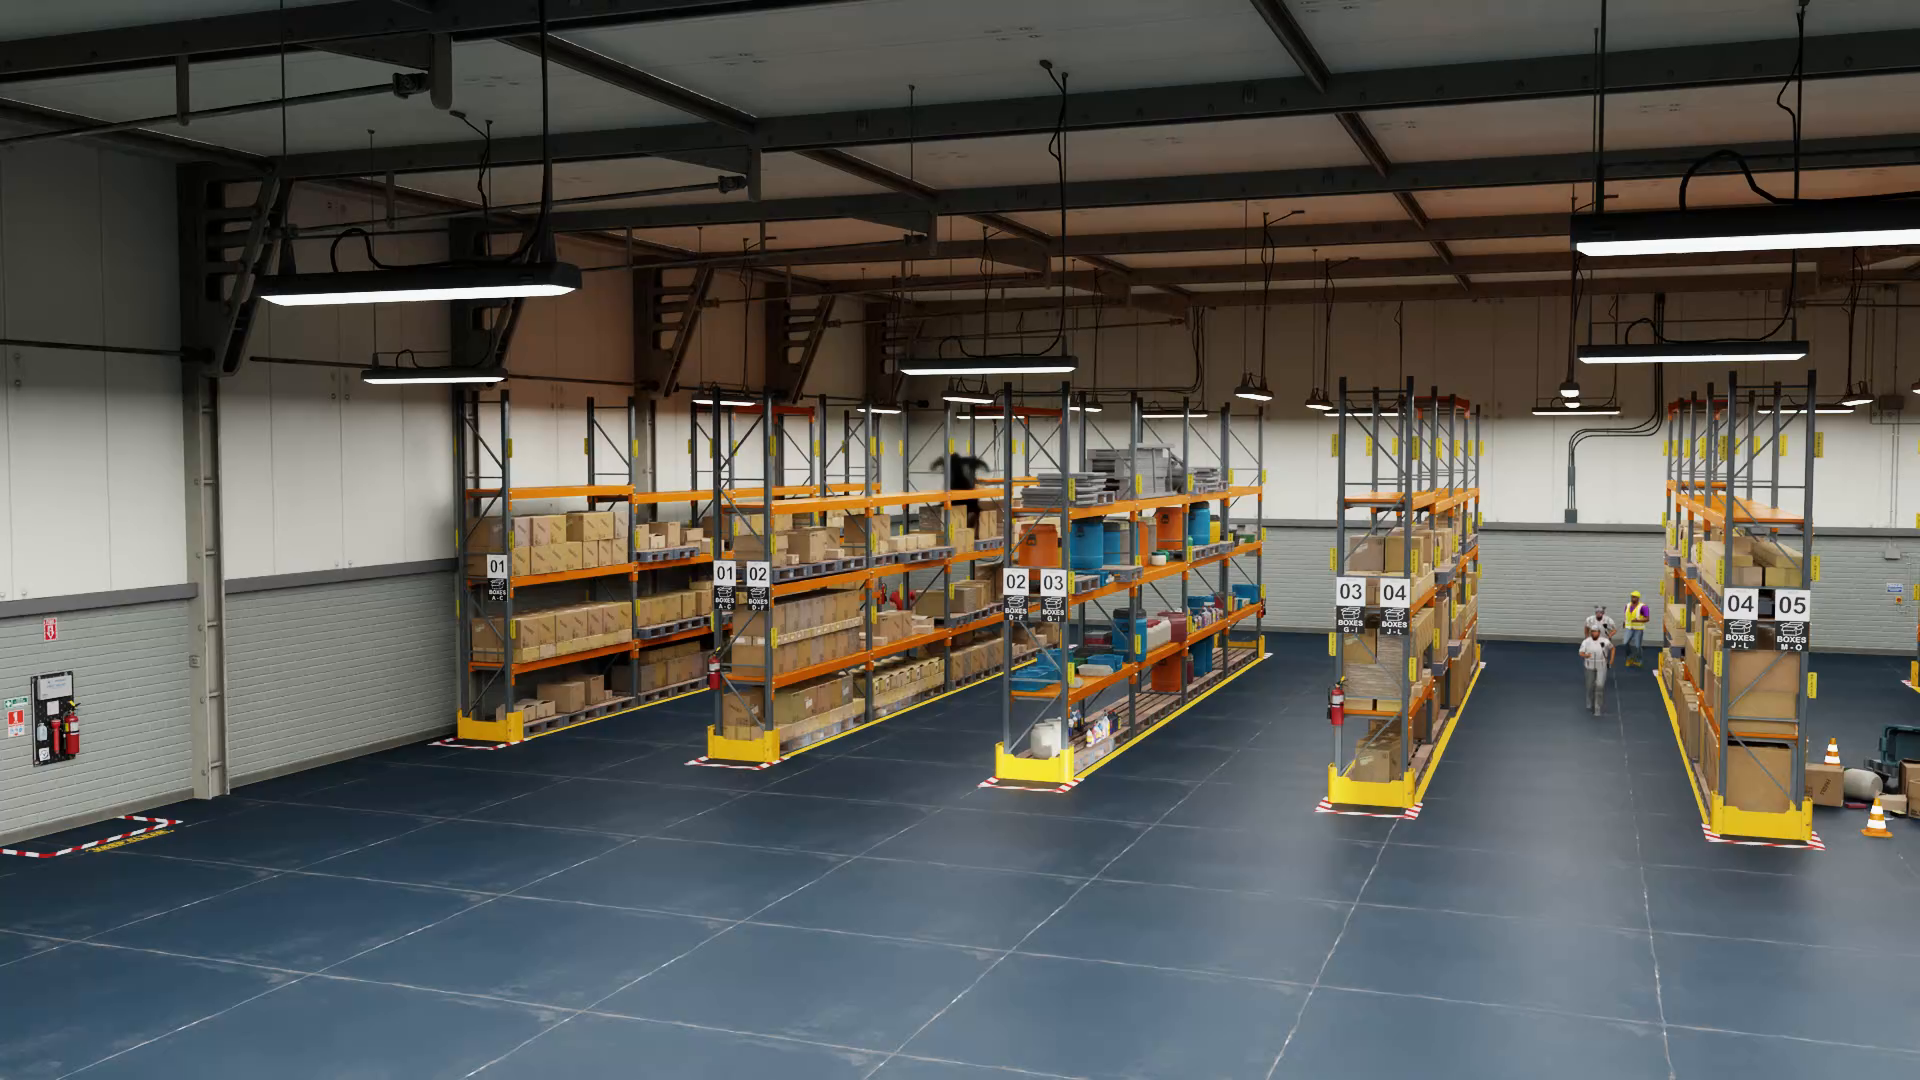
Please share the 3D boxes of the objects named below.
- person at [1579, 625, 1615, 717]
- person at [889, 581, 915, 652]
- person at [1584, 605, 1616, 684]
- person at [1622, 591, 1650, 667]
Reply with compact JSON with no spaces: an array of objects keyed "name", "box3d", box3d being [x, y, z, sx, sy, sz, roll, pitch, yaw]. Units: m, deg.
[{"name":"person","box3d":[12.022,2.450,31.400,0.624,1.706,0.901,2,4,27]},{"name":"person","box3d":[-1.438,1.891,41.122,0.629,1.769,0.830,1,3,12]},{"name":"person","box3d":[13.599,2.210,35.345,0.632,1.703,0.717,1,3,20]},{"name":"person","box3d":[15.370,2.036,37.870,0.687,1.753,0.669,-3,4,-43]}]
